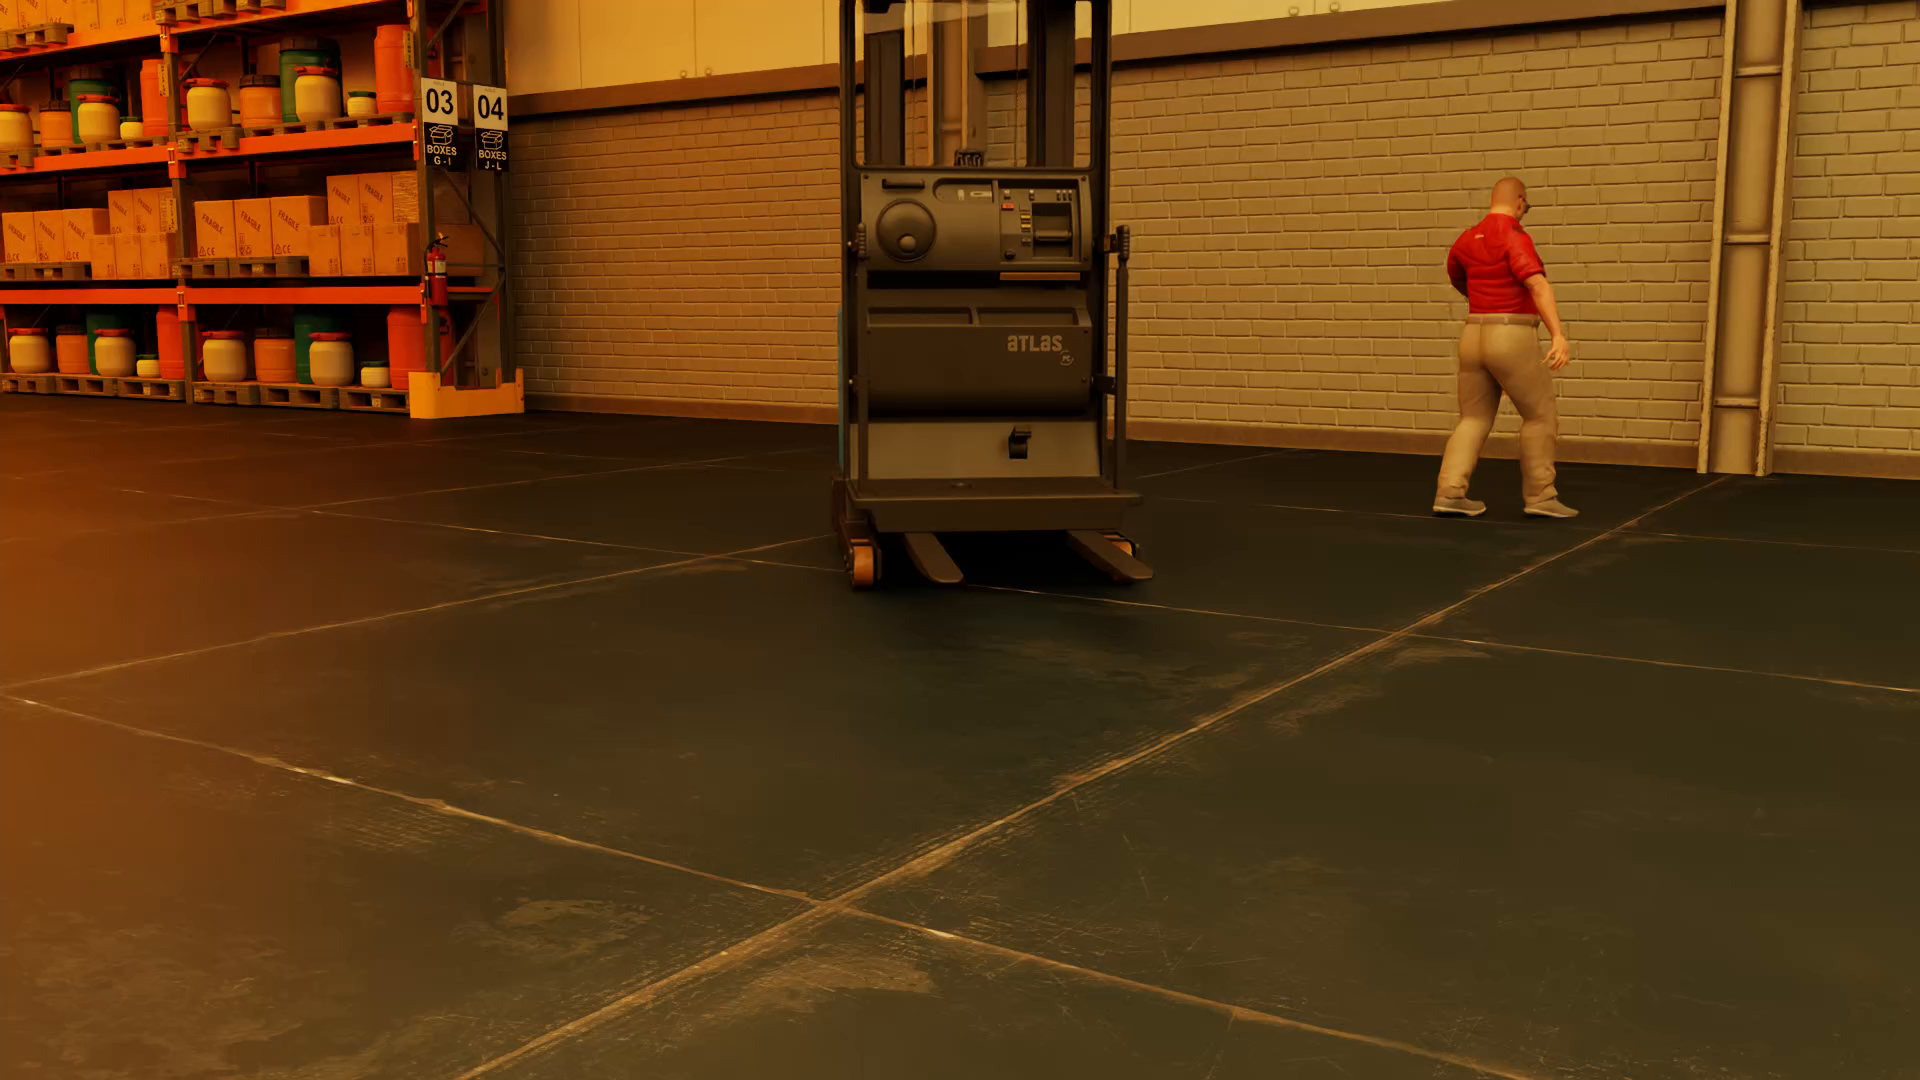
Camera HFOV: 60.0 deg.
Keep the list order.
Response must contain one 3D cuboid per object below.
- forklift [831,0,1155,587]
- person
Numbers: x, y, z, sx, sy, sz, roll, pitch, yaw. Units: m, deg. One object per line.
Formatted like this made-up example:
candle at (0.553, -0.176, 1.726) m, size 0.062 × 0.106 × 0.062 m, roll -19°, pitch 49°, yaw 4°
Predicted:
forklift at (0.093, -1.319, 6.470) m, size 1.130 × 2.935 × 3.031 m, roll -1°, pitch 8°, yaw -7°
person at (2.800, -0.950, 8.348) m, size 0.730 × 1.715 × 0.989 m, roll -4°, pitch 9°, yaw -27°
